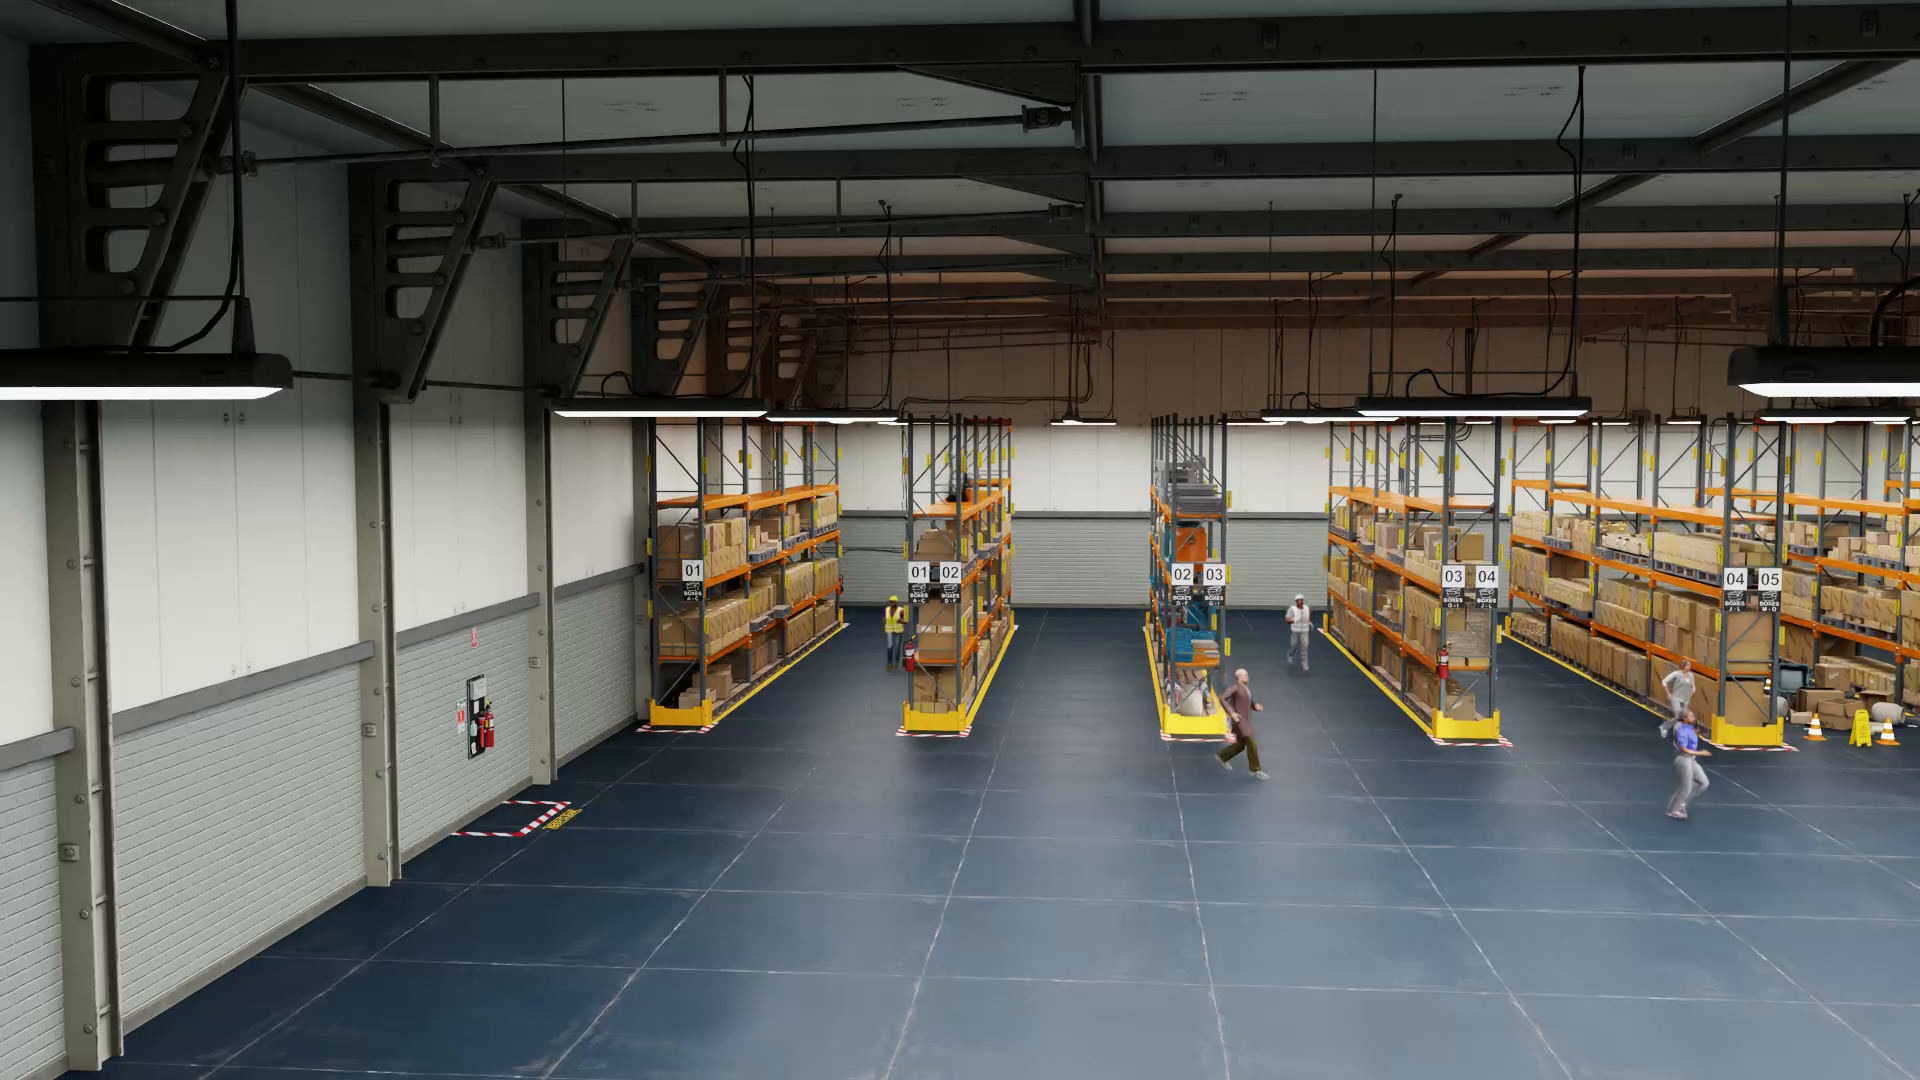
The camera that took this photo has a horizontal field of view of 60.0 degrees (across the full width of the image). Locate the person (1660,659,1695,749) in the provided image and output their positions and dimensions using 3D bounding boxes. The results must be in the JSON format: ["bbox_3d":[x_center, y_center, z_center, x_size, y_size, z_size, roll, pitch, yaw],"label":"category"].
[{"bbox_3d":[12.994,2.930,30.054,0.582,1.586,0.793,-1,4,-12],"label":"person"}]

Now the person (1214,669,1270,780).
[{"bbox_3d":[4.622,3.035,27.272,1.030,1.679,0.727,2,4,30],"label":"person"}]

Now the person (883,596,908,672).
[{"bbox_3d":[-1.531,2.222,39.216,0.660,1.829,0.755,0,4,6],"label":"person"}]

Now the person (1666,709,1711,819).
[{"bbox_3d":[10.662,3.275,24.296,0.603,1.607,0.556,3,5,36],"label":"person"}]

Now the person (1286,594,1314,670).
[{"bbox_3d":[8.054,2.166,39.434,0.694,1.760,0.973,0,4,-6],"label":"person"}]
